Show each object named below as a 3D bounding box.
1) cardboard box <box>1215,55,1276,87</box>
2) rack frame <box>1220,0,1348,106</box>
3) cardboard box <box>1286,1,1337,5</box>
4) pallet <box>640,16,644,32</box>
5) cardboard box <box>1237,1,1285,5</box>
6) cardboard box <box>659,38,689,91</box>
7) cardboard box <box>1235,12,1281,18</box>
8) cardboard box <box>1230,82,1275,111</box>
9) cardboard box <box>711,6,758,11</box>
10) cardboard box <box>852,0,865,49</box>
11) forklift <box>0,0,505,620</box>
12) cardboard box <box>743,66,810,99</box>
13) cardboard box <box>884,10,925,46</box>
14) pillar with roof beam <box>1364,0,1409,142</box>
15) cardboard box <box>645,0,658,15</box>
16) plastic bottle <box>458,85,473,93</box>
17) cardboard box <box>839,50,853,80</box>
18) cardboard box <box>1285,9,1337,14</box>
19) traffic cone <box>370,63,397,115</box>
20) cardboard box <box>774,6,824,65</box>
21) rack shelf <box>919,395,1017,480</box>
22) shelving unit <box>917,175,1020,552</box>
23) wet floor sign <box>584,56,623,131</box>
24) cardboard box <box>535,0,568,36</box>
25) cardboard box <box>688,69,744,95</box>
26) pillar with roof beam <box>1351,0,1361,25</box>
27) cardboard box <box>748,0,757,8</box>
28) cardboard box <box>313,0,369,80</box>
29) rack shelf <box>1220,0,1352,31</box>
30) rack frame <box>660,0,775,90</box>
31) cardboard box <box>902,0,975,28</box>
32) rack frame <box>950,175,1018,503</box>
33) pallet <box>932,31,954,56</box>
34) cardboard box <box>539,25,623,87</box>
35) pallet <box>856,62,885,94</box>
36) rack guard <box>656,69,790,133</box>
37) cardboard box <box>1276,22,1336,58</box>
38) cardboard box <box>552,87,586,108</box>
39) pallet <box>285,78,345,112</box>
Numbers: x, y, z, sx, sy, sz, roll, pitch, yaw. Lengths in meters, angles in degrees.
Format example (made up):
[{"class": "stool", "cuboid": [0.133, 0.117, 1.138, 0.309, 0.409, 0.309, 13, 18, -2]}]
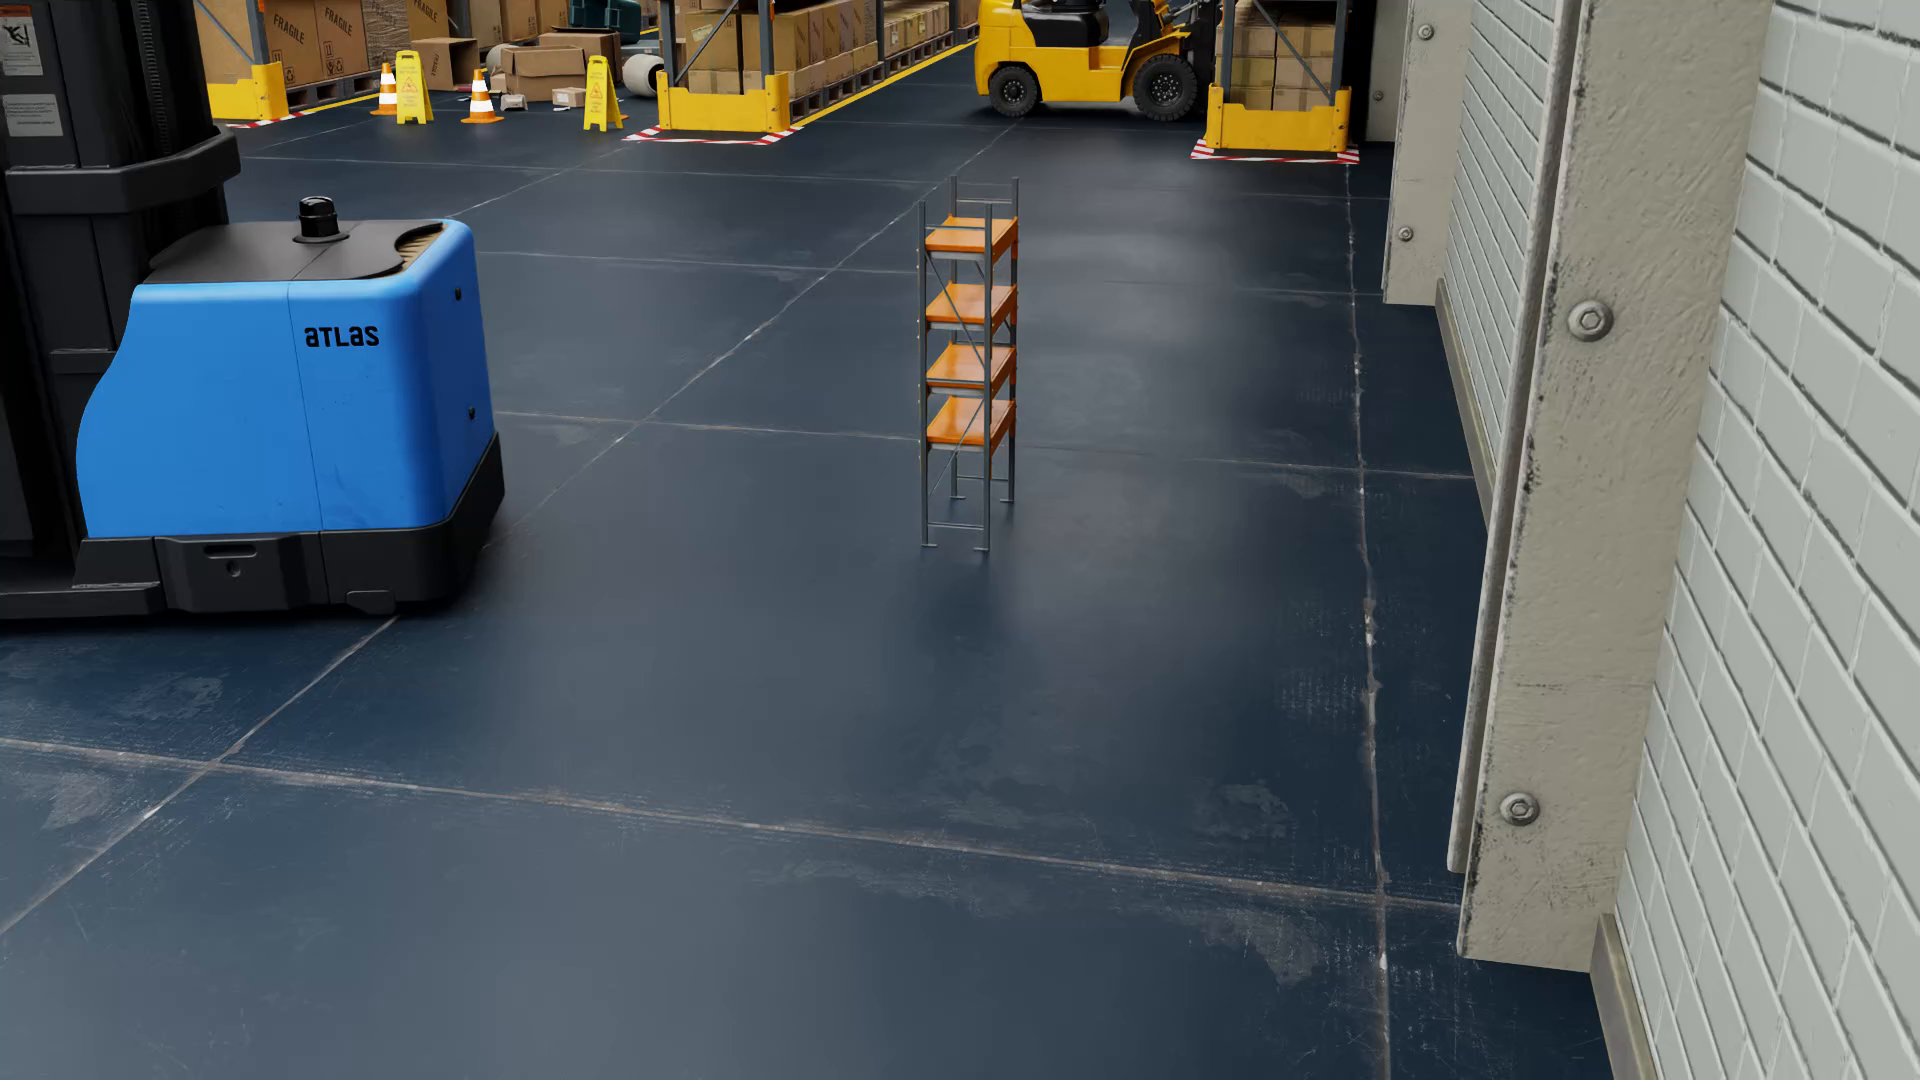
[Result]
[{"class": "cardboard box", "cuboid": [2.490, -4.104, 14.477, 0.500, 0.250, 0.500, 4, 22, 10]}, {"class": "rack frame", "cuboid": [2.697, -4.751, 13.634, 1.000, 3.000, 0.127, 4, 22, 11]}, {"class": "cardboard box", "cuboid": [3.602, -5.402, 17.031, 0.500, 0.250, 0.500, 5, 22, 12]}, {"class": "pallet", "cuboid": [-5.236, -7.386, 23.910, 1.003, 0.211, 1.213, 4, 22, 11]}, {"class": "cardboard box", "cuboid": [2.993, -5.257, 16.673, 0.500, 0.250, 0.500, 4, 22, 11]}, {"class": "cardboard box", "cuboid": [-2.898, -5.144, 17.954, 0.500, 0.500, 0.500, -16, 27, -35]}, {"class": "cardboard box", "cuboid": [2.677, -4.698, 15.285, 0.500, 0.250, 0.500, 5, 22, 12]}, {"class": "cardboard box", "cuboid": [2.483, -3.866, 14.556, 0.500, 0.250, 0.500, 5, 22, 11]}, {"class": "cardboard box", "cuboid": [-2.152, -4.899, 16.117, 0.500, 0.500, 0.500, 5, 23, 13]}, {"class": "cardboard box", "cuboid": [-1.307, -5.435, 17.447, 0.500, 0.500, 0.500, 5, 22, 12]}, {"class": "forklift", "cuboid": [-3.134, -1.252, 5.039, 3.031, 2.935, 1.130, -2, 22, -5]}, {"class": "cardboard box", "cuboid": [-1.728, -4.321, 15.686, 0.500, 0.250, 0.500, 4, 22, 10]}, {"class": "cardboard box", "cuboid": [-0.959, -6.276, 20.377, 0.950, 0.372, 0.625, 5, 23, 13]}, {"class": "pillar with roof beam", "cuboid": [-0.493, -8.048, 13.790, 9.100, 9.000, 0.400, 4, 22, 11]}, {"class": "cardboard box", "cuboid": [-4.804, -8.041, 24.587, 0.500, 0.500, 0.500, 4, 22, 10]}, {"class": "plastic bottle", "cuboid": [-5.188, -4.801, 17.692, 0.283, 0.061, 0.133, -3, 22, -8]}, {"class": "cardboard box", "cuboid": [-1.412, -4.892, 17.104, 0.500, 0.250, 0.500, 5, 22, 12]}, {"class": "cardboard box", "cuboid": [3.302, -4.847, 15.654, 0.500, 0.250, 0.500, 4, 22, 10]}, {"class": "traffic cone", "cuboid": [-5.531, -4.377, 16.103, 0.336, 0.463, 0.334, 4, 22, 11]}, {"class": "cardboard box", "cuboid": [-1.621, -4.869, 16.043, 0.500, 0.500, 0.500, 4, 22, 9]}, {"class": "rack shelf", "cuboid": [0.034, -0.371, 5.879, 0.258, 0.148, 0.480, 4, 22, 11]}, {"class": "shelving unit", "cuboid": [0.034, -0.617, 5.780, 0.258, 1.200, 0.503, 4, 22, 11]}, {"class": "wet floor sign", "cuboid": [-3.249, -4.048, 15.040, 0.267, 0.644, 0.232, 13, 25, 29]}, {"class": "cardboard box", "cuboid": [-5.785, -7.009, 21.691, 1.050, 0.750, 0.750, 5, 22, 12]}, {"class": "cardboard box", "cuboid": [-2.257, -4.372, 15.812, 0.500, 0.250, 0.500, 4, 22, 11]}, {"class": "pillar with roof beam", "cuboid": [1.955, -12.436, 24.687, 9.100, 9.000, 0.400, 4, 22, 11]}, {"class": "cardboard box", "cuboid": [-2.191, -5.240, 16.095, 0.380, 0.149, 0.250, 5, 22, 12]}, {"class": "cardboard box", "cuboid": [-6.778, -5.252, 17.162, 0.875, 0.875, 0.875, 4, 22, 10]}, {"class": "rack shelf", "cuboid": [3.105, -5.148, 15.585, 1.077, 0.370, 4.000, 4, 22, 11]}, {"class": "rack frame", "cuboid": [-2.163, -5.128, 14.570, 1.000, 3.000, 0.127, 4, 22, 11]}, {"class": "cardboard box", "cuboid": [-0.308, -7.509, 22.765, 0.875, 0.875, 0.875, 4, 22, 10]}, {"class": "rack frame", "cuboid": [0.084, -0.706, 6.001, 0.240, 1.200, 0.015, 4, 22, 11]}, {"class": "pallet", "cuboid": [-0.692, -6.474, 21.647, 1.003, 0.211, 1.213, 4, 22, 11]}, {"class": "cardboard box", "cuboid": [-4.100, -5.211, 17.936, 0.797, 0.637, 0.503, 4, 22, 11]}, {"class": "pallet", "cuboid": [-1.449, -5.049, 18.107, 1.003, 0.211, 1.213, 4, 22, 11]}, {"class": "rack guard", "cuboid": [-2.148, -3.996, 15.106, 1.175, 0.500, 0.348, 4, 22, 11]}, {"class": "cardboard box", "cuboid": [2.980, -4.295, 14.283, 0.500, 0.250, 0.500, 4, 22, 10]}, {"class": "cardboard box", "cuboid": [-3.873, -4.438, 16.675, 0.380, 0.149, 0.250, 18, 28, 38]}, {"class": "pallet", "cuboid": [-6.943, -4.473, 16.677, 1.003, 0.211, 1.213, 4, 22, 11]}]
